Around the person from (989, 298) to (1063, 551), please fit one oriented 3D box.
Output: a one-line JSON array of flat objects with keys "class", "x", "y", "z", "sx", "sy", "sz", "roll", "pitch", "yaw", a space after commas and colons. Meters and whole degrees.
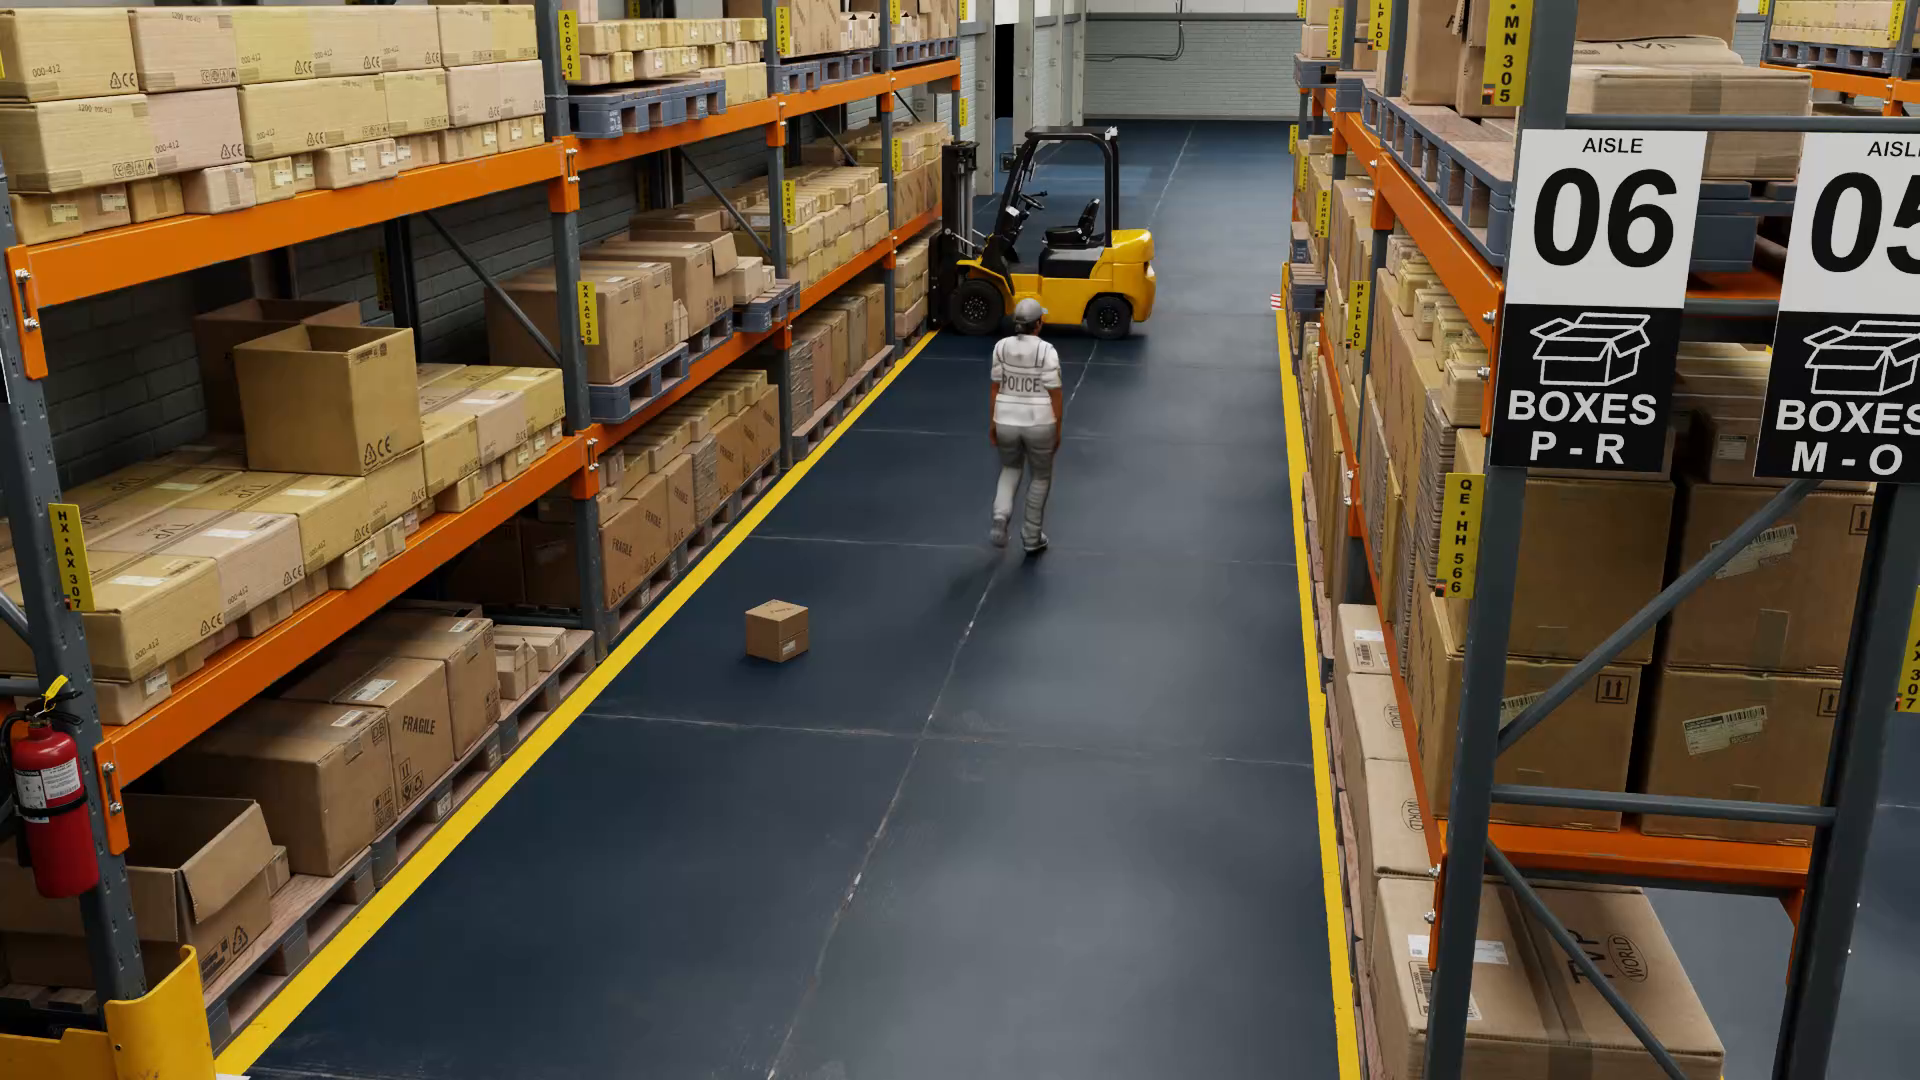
[{"class": "person", "x": 0.440, "y": -0.737, "z": 10.728, "sx": 0.488, "sy": 1.658, "sz": 0.457, "roll": 8, "pitch": 20, "yaw": 23}]
